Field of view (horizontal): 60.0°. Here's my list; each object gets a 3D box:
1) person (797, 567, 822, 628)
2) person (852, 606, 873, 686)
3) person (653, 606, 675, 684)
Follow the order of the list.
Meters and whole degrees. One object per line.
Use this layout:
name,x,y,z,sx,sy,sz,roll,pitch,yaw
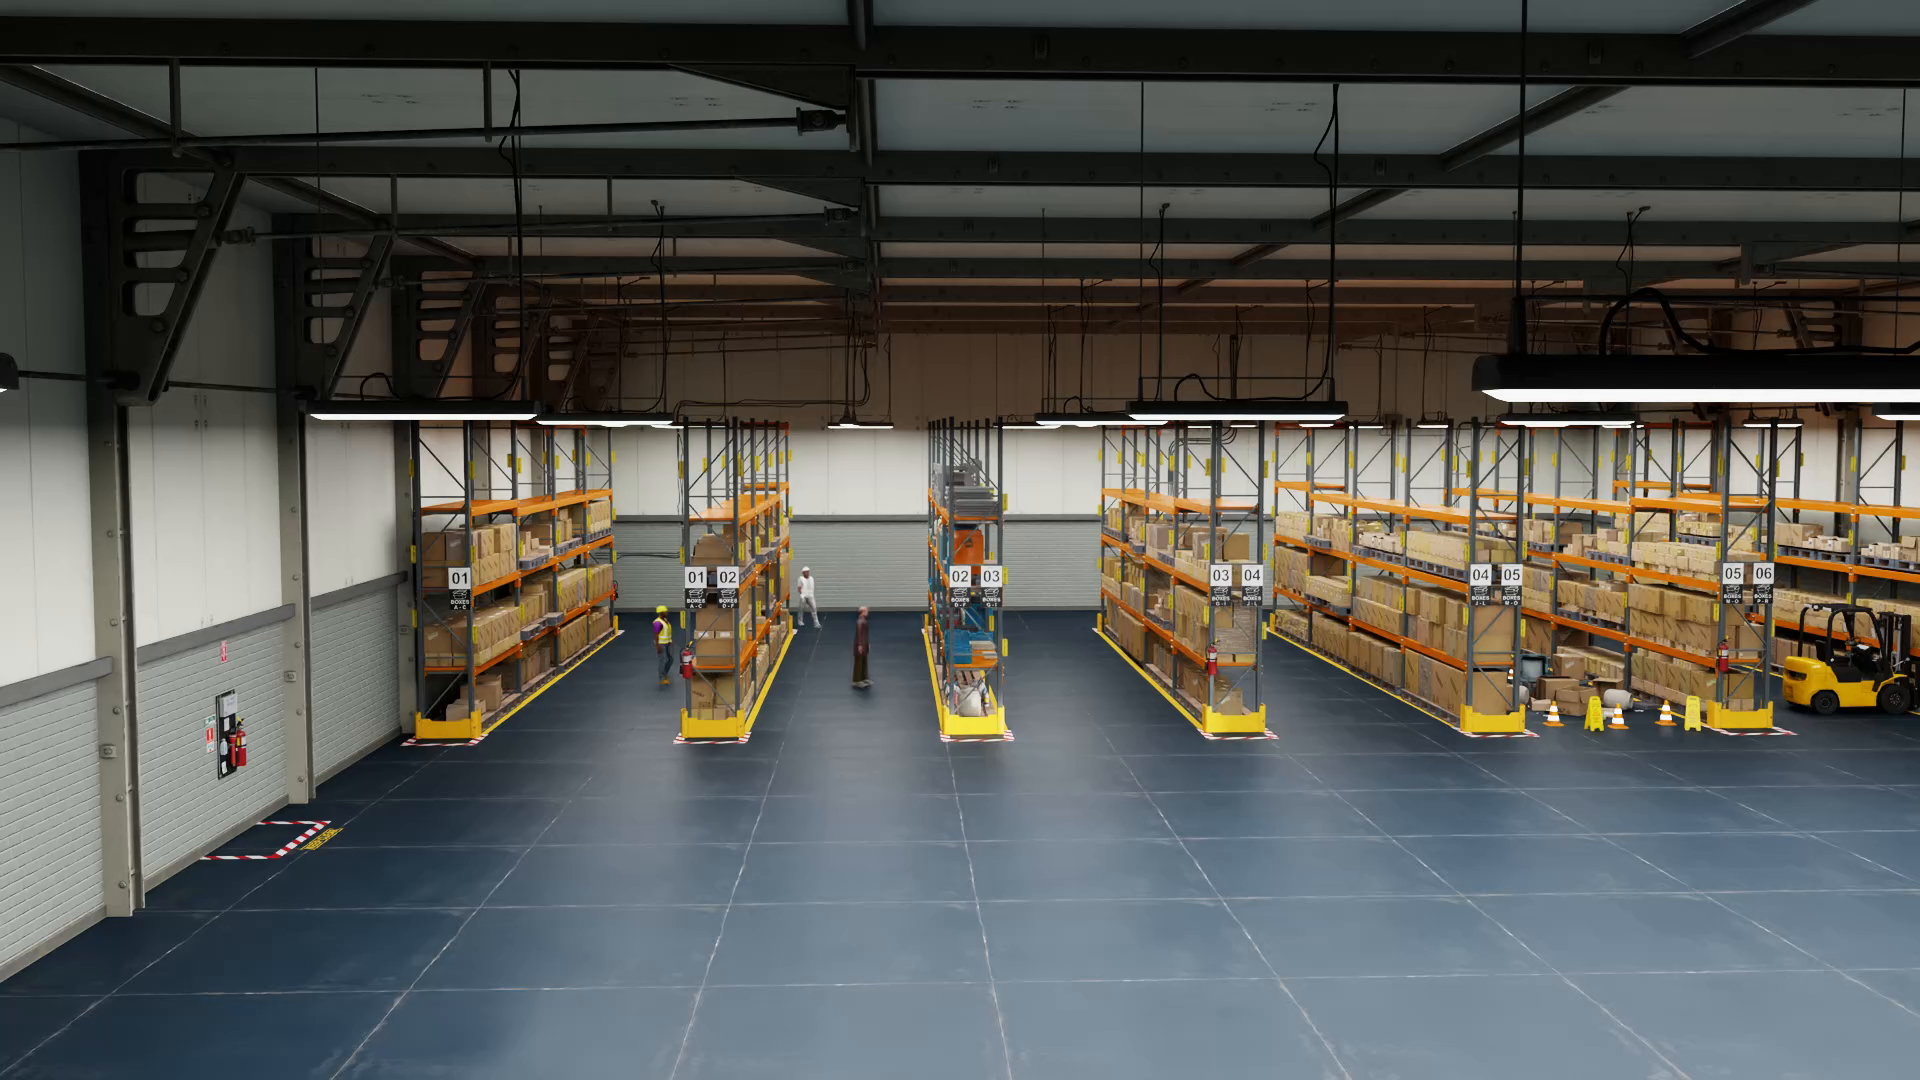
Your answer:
person,-4.448,1.657,48.487,0.580,1.742,0.936,-2,4,-33
person,-2.195,2.385,37.456,0.469,1.799,0.601,0,4,7
person,-6.734,2.381,37.849,0.501,1.775,0.647,2,4,24
